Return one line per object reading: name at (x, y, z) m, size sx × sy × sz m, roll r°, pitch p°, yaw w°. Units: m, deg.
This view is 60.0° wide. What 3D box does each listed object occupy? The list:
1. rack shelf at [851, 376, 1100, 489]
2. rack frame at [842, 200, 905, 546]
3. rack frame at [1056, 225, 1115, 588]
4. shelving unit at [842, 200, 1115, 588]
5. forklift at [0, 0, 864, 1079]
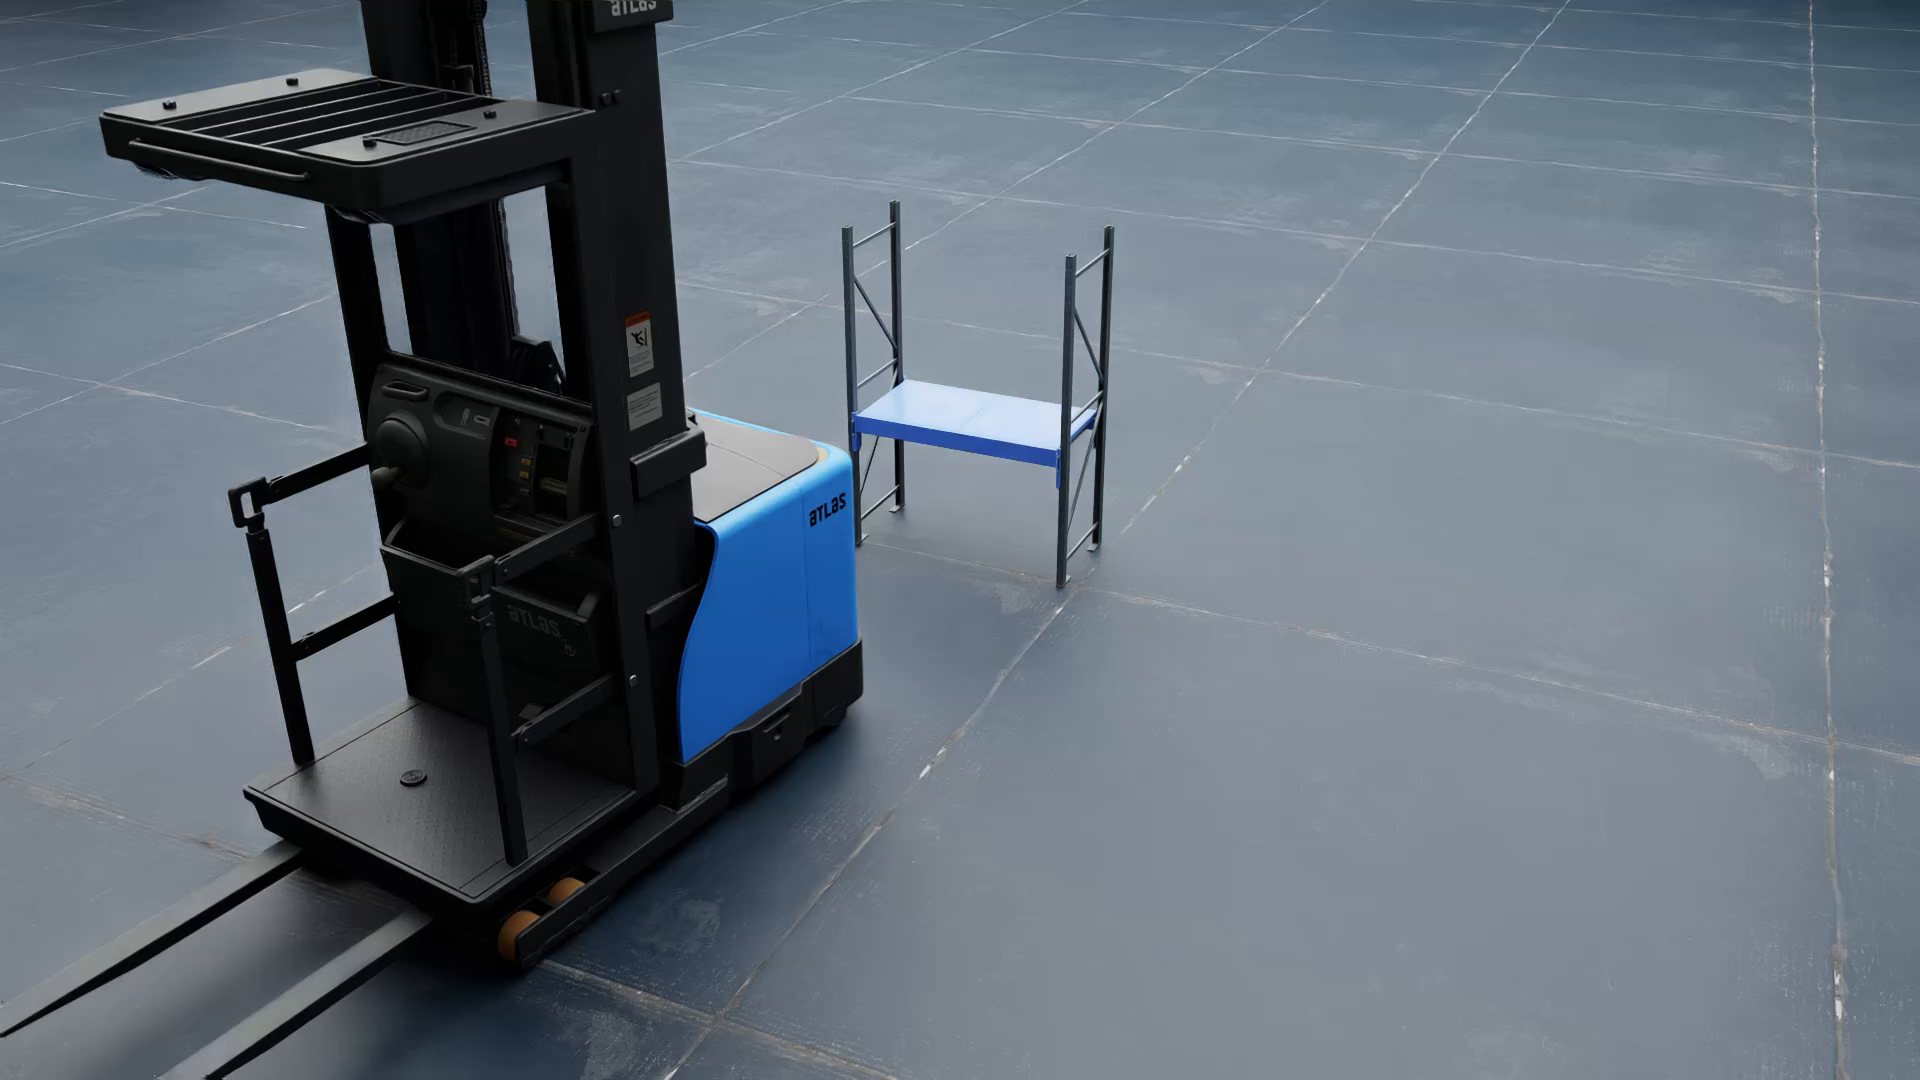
rack shelf at (0.078, -0.496, 7.466) m, size 1.000 × 0.185 × 0.538 m, roll 11°, pitch 28°, yaw 22°
rack frame at (-0.385, -0.750, 7.576) m, size 0.032 × 1.500 × 0.500 m, roll 11°, pitch 28°, yaw 22°
rack frame at (0.540, -0.564, 7.198) m, size 0.032 × 1.500 × 0.500 m, roll 11°, pitch 28°, yaw 22°
shelving unit at (0.078, -0.657, 7.387) m, size 1.048 × 1.500 × 0.538 m, roll 11°, pitch 28°, yaw 22°
forklift at (-1.596, -0.247, 4.933) m, size 1.130 × 2.935 × 3.031 m, roll 16°, pitch 30°, yaw 29°
